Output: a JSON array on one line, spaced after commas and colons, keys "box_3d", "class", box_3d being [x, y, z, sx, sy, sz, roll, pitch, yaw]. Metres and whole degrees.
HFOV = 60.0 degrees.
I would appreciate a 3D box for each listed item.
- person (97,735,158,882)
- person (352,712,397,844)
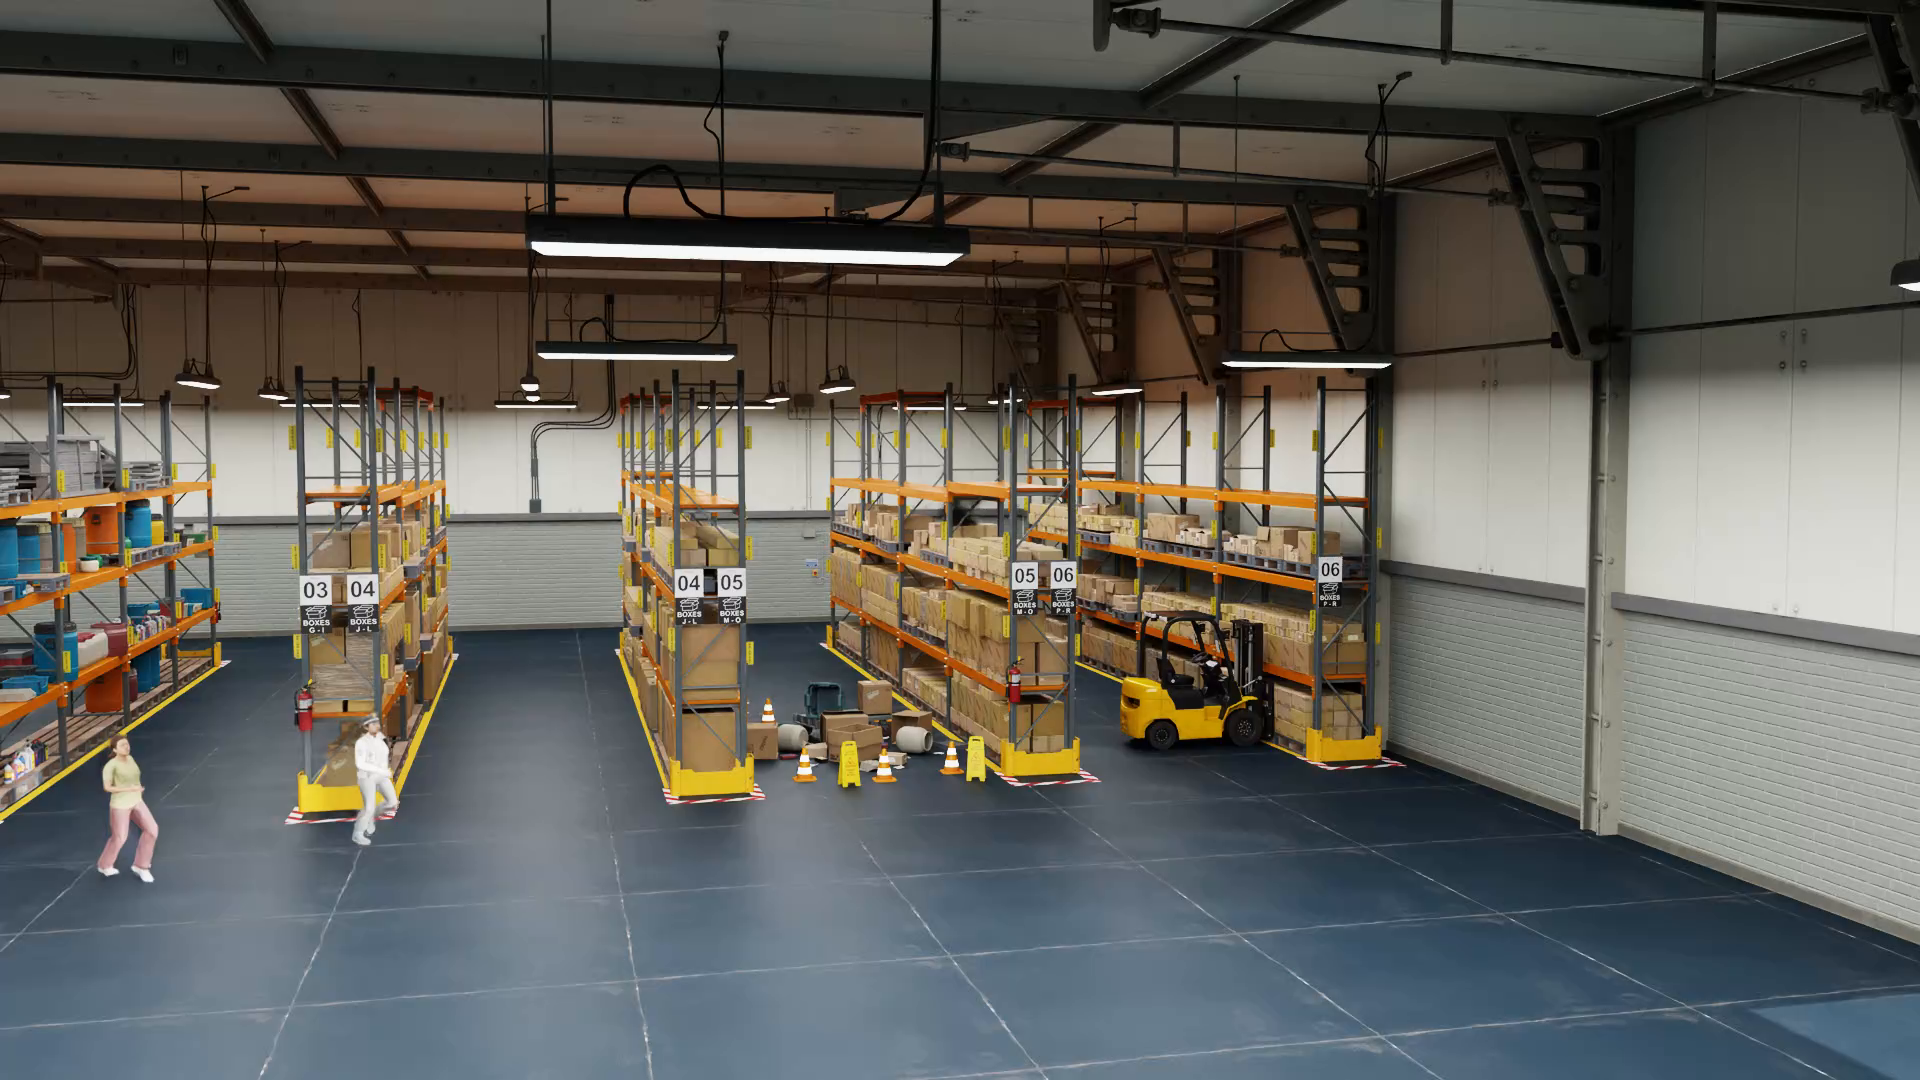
[{"box_3d": [-9.520, 3.058, 18.945, 0.720, 1.694, 0.579, 1, 4, 22], "class": "person"}, {"box_3d": [-7.243, 2.946, 20.630, 0.669, 1.657, 0.643, 2, 4, 27], "class": "person"}]
